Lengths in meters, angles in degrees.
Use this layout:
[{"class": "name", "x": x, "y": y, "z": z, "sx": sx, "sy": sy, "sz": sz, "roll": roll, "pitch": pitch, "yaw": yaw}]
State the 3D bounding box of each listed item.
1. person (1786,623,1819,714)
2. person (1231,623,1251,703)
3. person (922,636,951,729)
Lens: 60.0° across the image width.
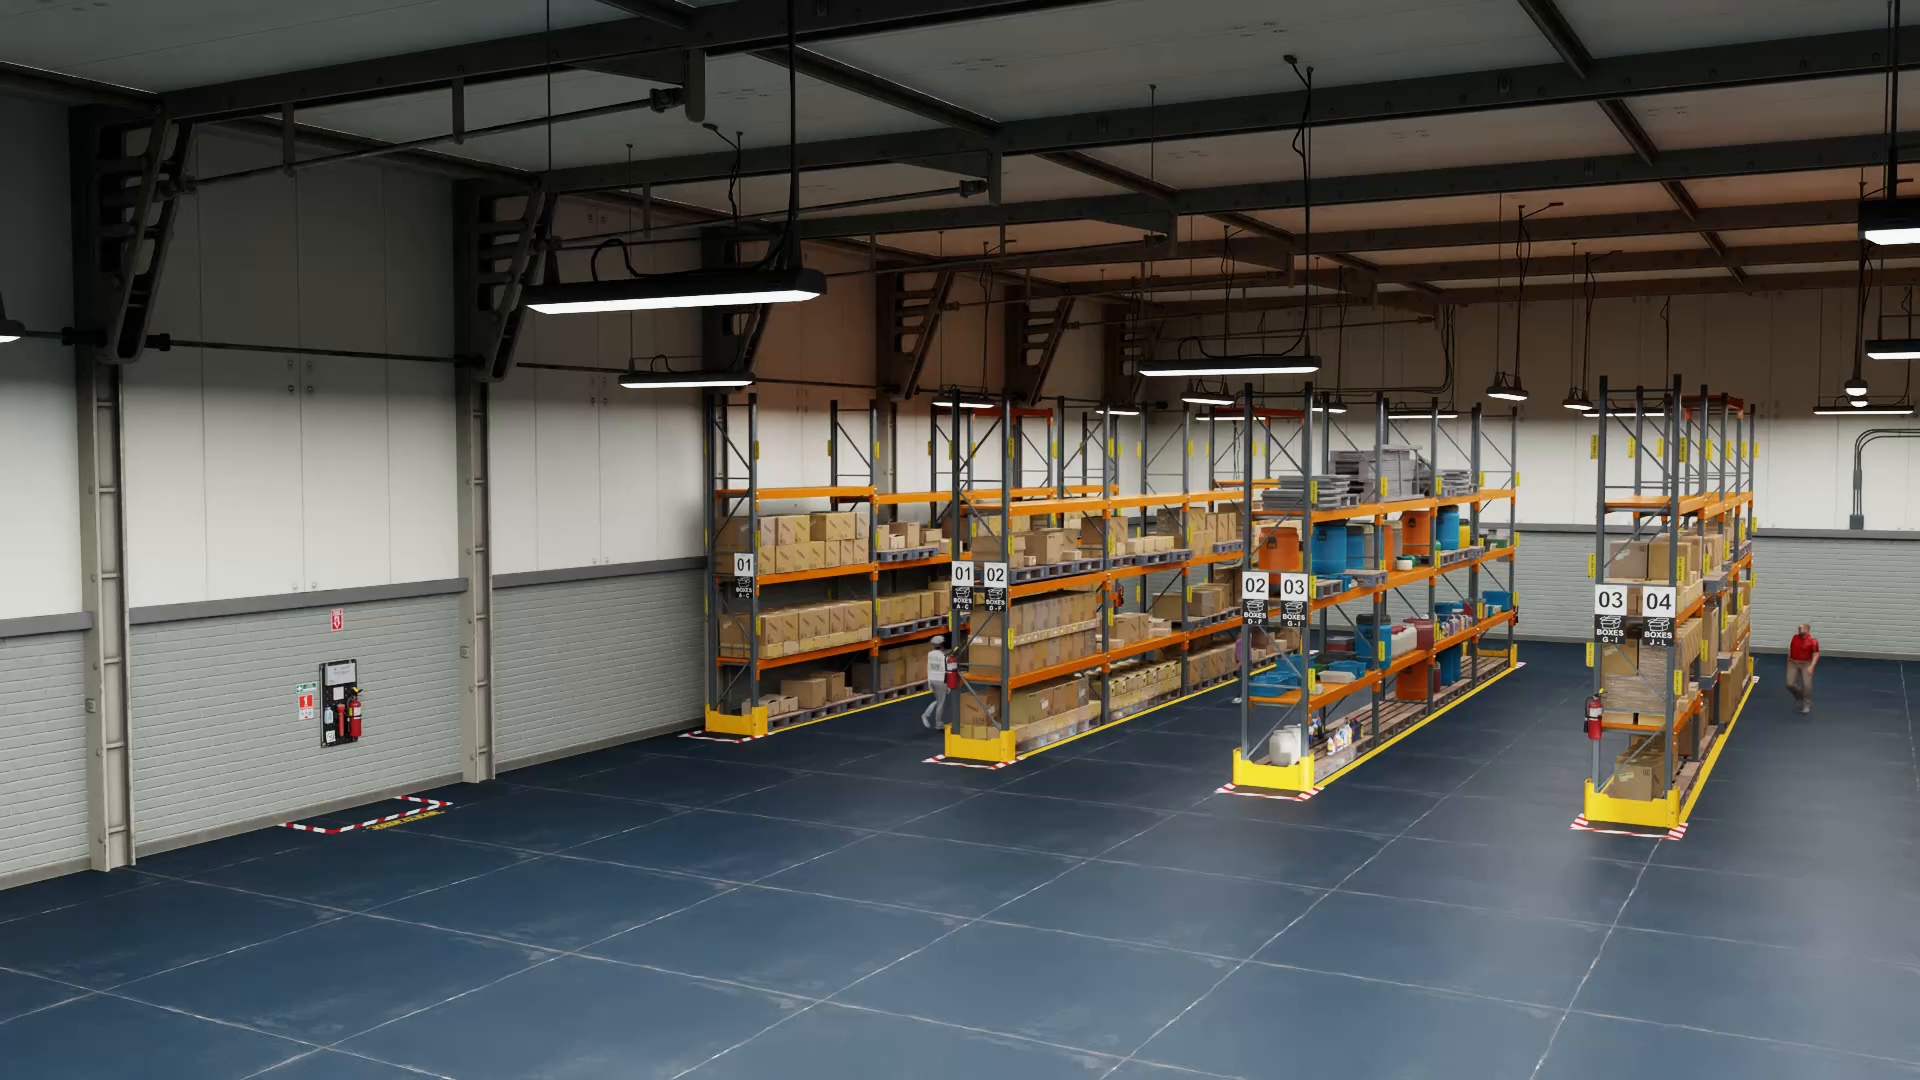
[{"class": "person", "x": 16.084, "y": 2.433, "z": 31.772, "sx": 0.595, "sy": 1.714, "sz": 0.669, "roll": 2, "pitch": 4, "yaw": 33}, {"class": "person", "x": 5.595, "y": 2.430, "z": 33.079, "sx": 0.485, "sy": 1.615, "sz": 0.434, "roll": 0, "pitch": 3, "yaw": -8}, {"class": "person", "x": -0.415, "y": 2.548, "z": 29.648, "sx": 0.496, "sy": 1.677, "sz": 0.483, "roll": -2, "pitch": 4, "yaw": -28}]
